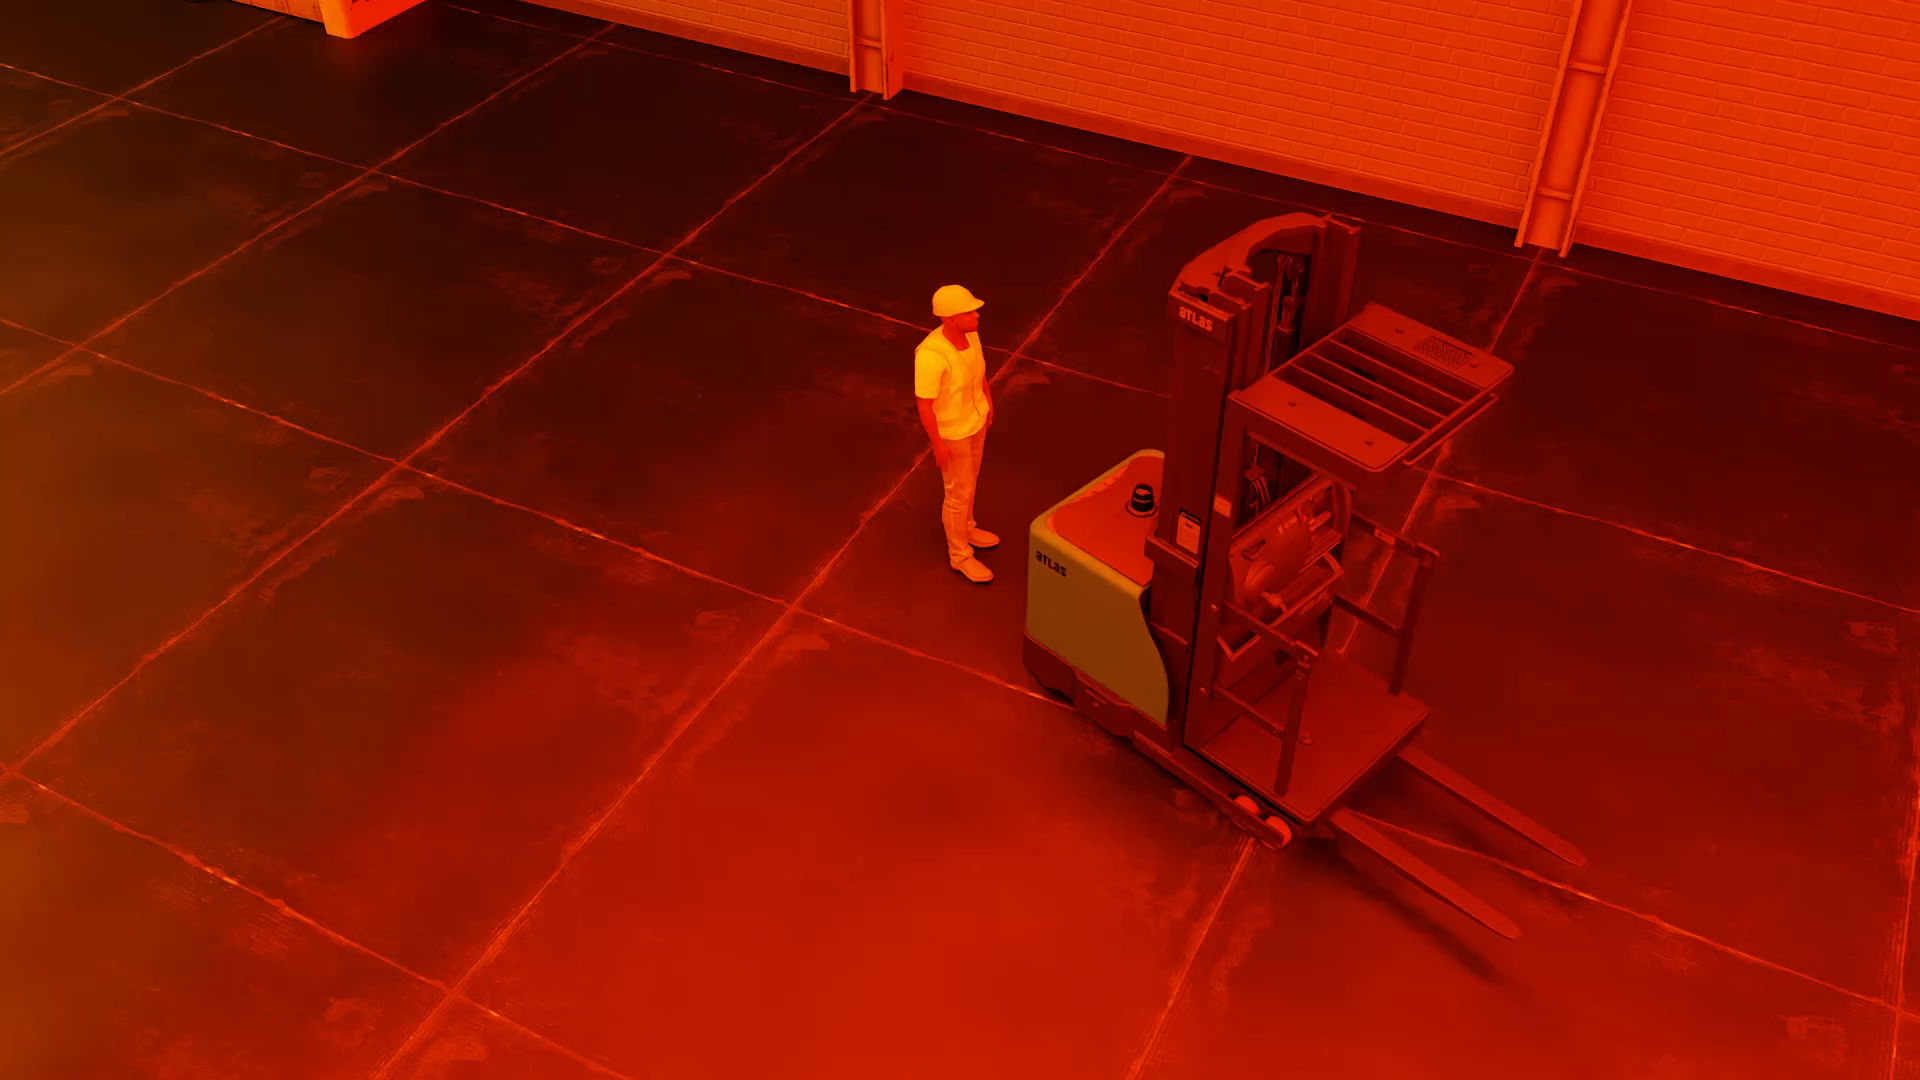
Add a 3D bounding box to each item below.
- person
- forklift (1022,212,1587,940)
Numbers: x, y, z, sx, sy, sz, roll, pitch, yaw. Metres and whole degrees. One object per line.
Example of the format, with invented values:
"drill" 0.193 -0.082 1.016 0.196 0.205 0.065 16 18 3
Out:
"person" 0.060 -0.657 9.660 0.575 1.768 0.666 18 43 21
"forklift" 1.744 0.061 7.914 1.130 2.935 3.031 -33 50 -33
